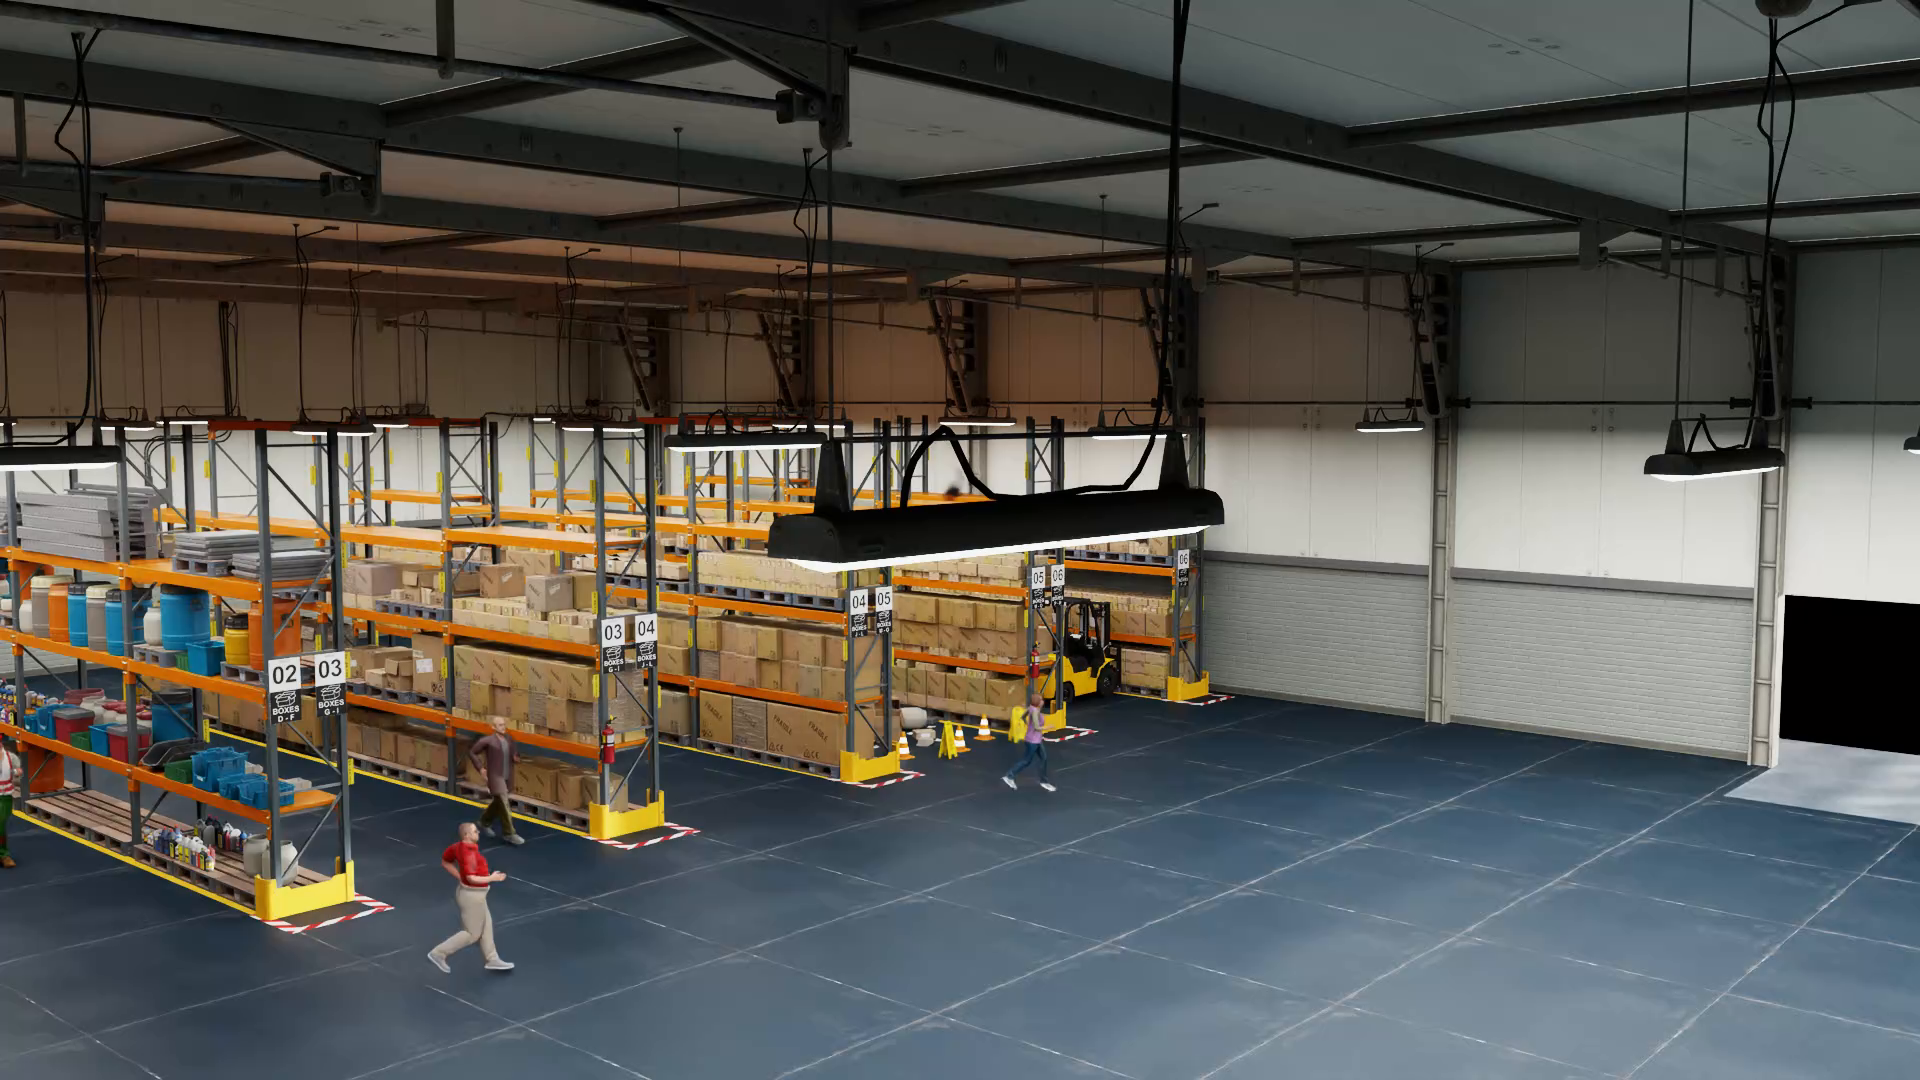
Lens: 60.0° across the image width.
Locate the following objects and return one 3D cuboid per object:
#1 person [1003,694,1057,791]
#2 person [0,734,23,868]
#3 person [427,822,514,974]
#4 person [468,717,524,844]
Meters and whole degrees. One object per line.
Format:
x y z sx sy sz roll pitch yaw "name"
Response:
1.134 3.291 26.974 0.874 1.619 0.549 0 5 1 "person"
-13.196 3.518 22.793 0.925 1.810 0.655 3 6 31 "person"
-5.391 3.949 18.273 0.954 1.725 0.664 -2 5 -28 "person"
-6.612 3.424 23.880 0.980 1.778 0.711 3 5 28 "person"
